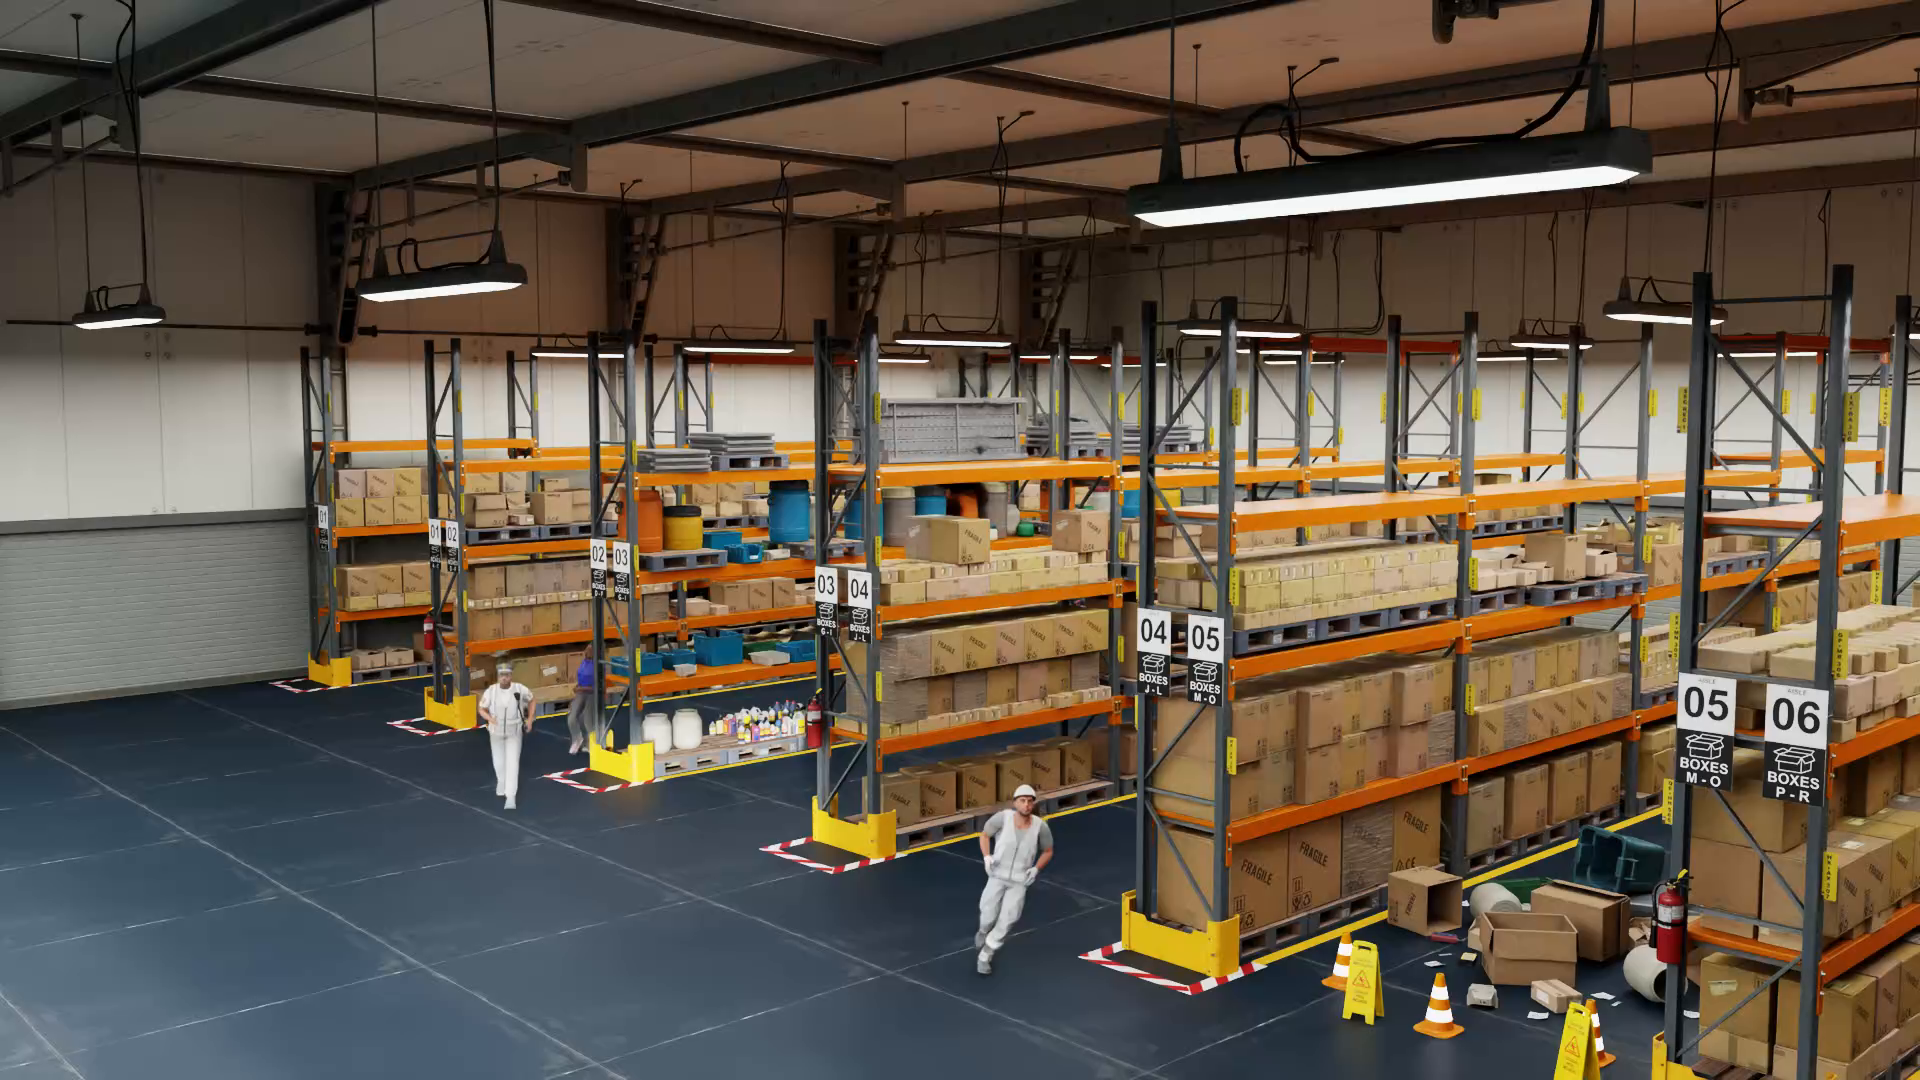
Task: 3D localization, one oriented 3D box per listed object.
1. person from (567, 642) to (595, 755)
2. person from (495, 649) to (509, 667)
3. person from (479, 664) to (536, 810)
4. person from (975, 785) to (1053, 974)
[{"bbox_3d":[-5.318,2.281,23.784,0.587,1.641,0.642,3,6,27],"label":"person"},{"bbox_3d":[-7.889,1.811,28.631,0.594,1.712,0.622,4,6,35],"label":"person"},{"bbox_3d":[-5.725,2.437,21.026,0.686,1.808,0.869,-1,5,-9],"label":"person"},{"bbox_3d":[0.483,3.008,14.964,0.715,1.692,0.626,0,5,2],"label":"person"}]
